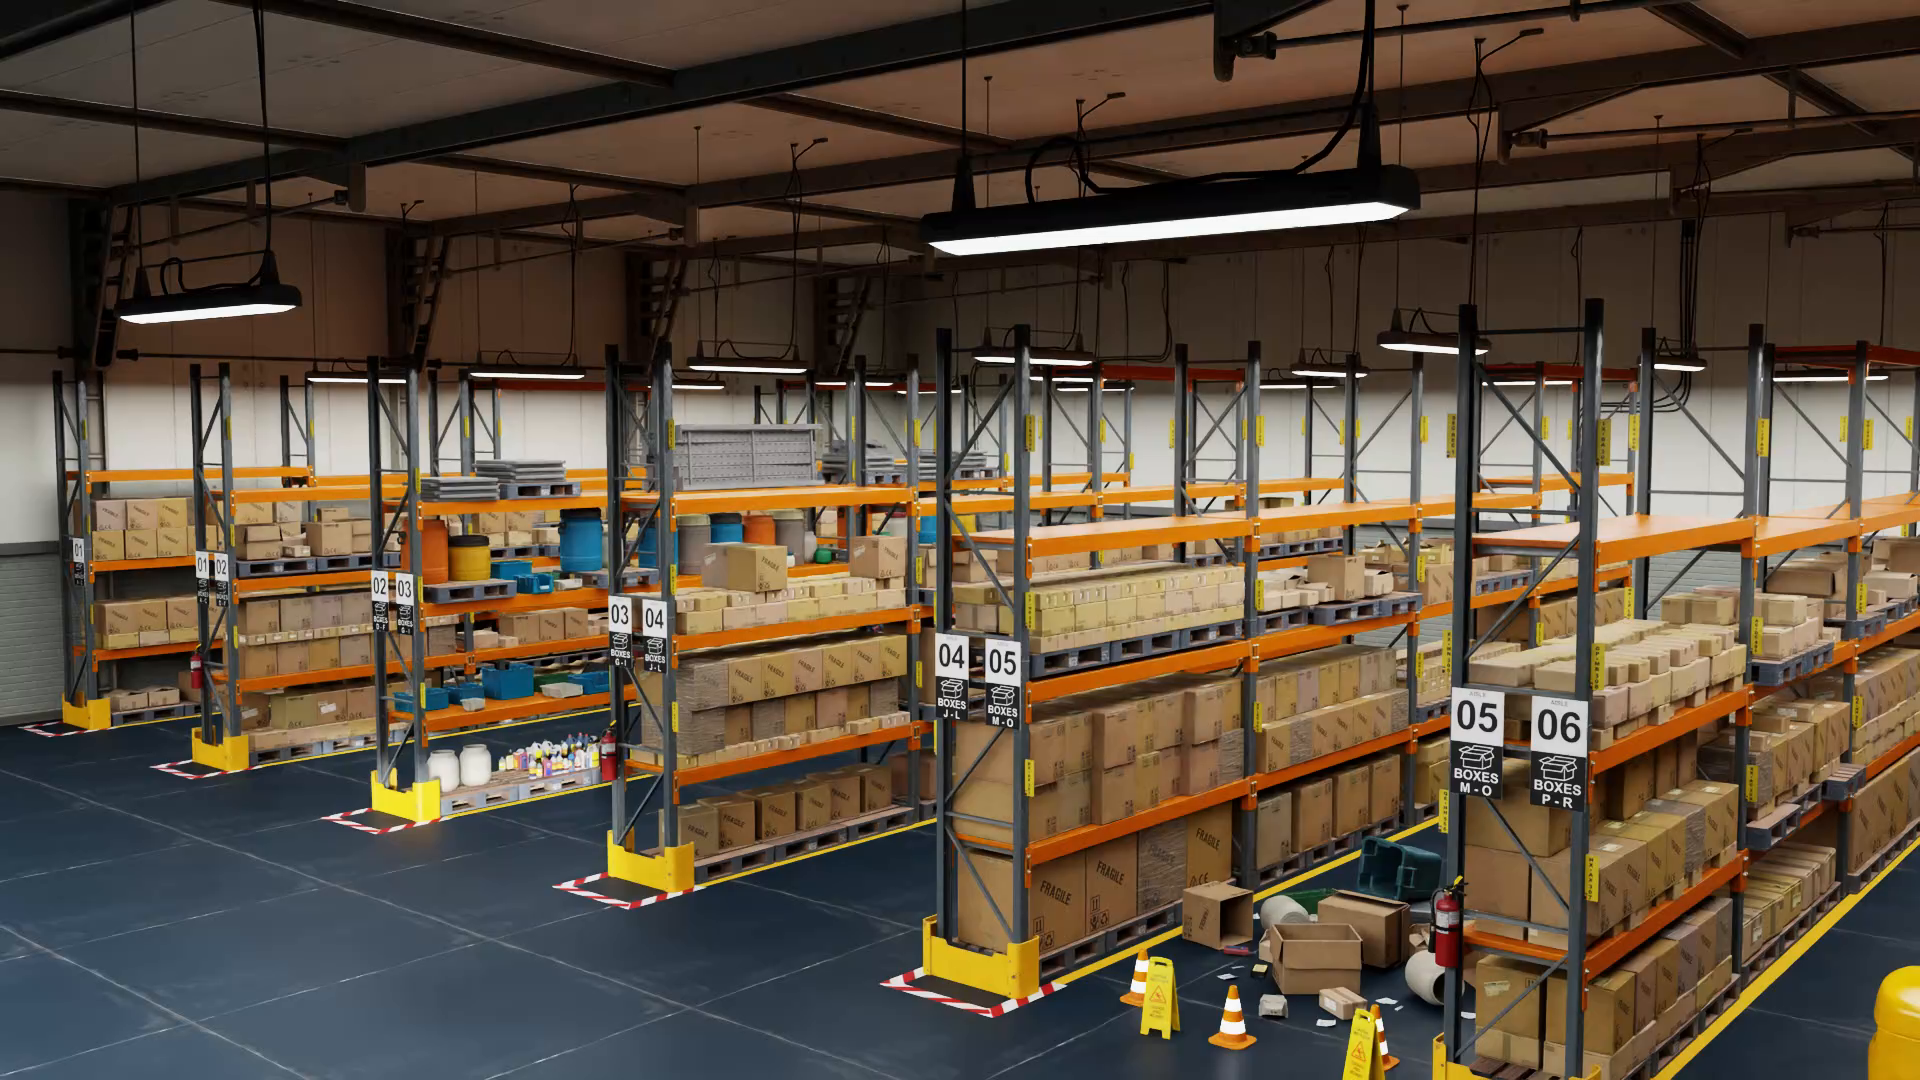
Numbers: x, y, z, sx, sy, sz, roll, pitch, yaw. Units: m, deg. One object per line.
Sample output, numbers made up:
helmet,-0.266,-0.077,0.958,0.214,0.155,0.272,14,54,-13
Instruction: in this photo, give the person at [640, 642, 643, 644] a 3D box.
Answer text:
person,-6.908,1.856,34.873,0.443,1.541,0.986,1,4,19
